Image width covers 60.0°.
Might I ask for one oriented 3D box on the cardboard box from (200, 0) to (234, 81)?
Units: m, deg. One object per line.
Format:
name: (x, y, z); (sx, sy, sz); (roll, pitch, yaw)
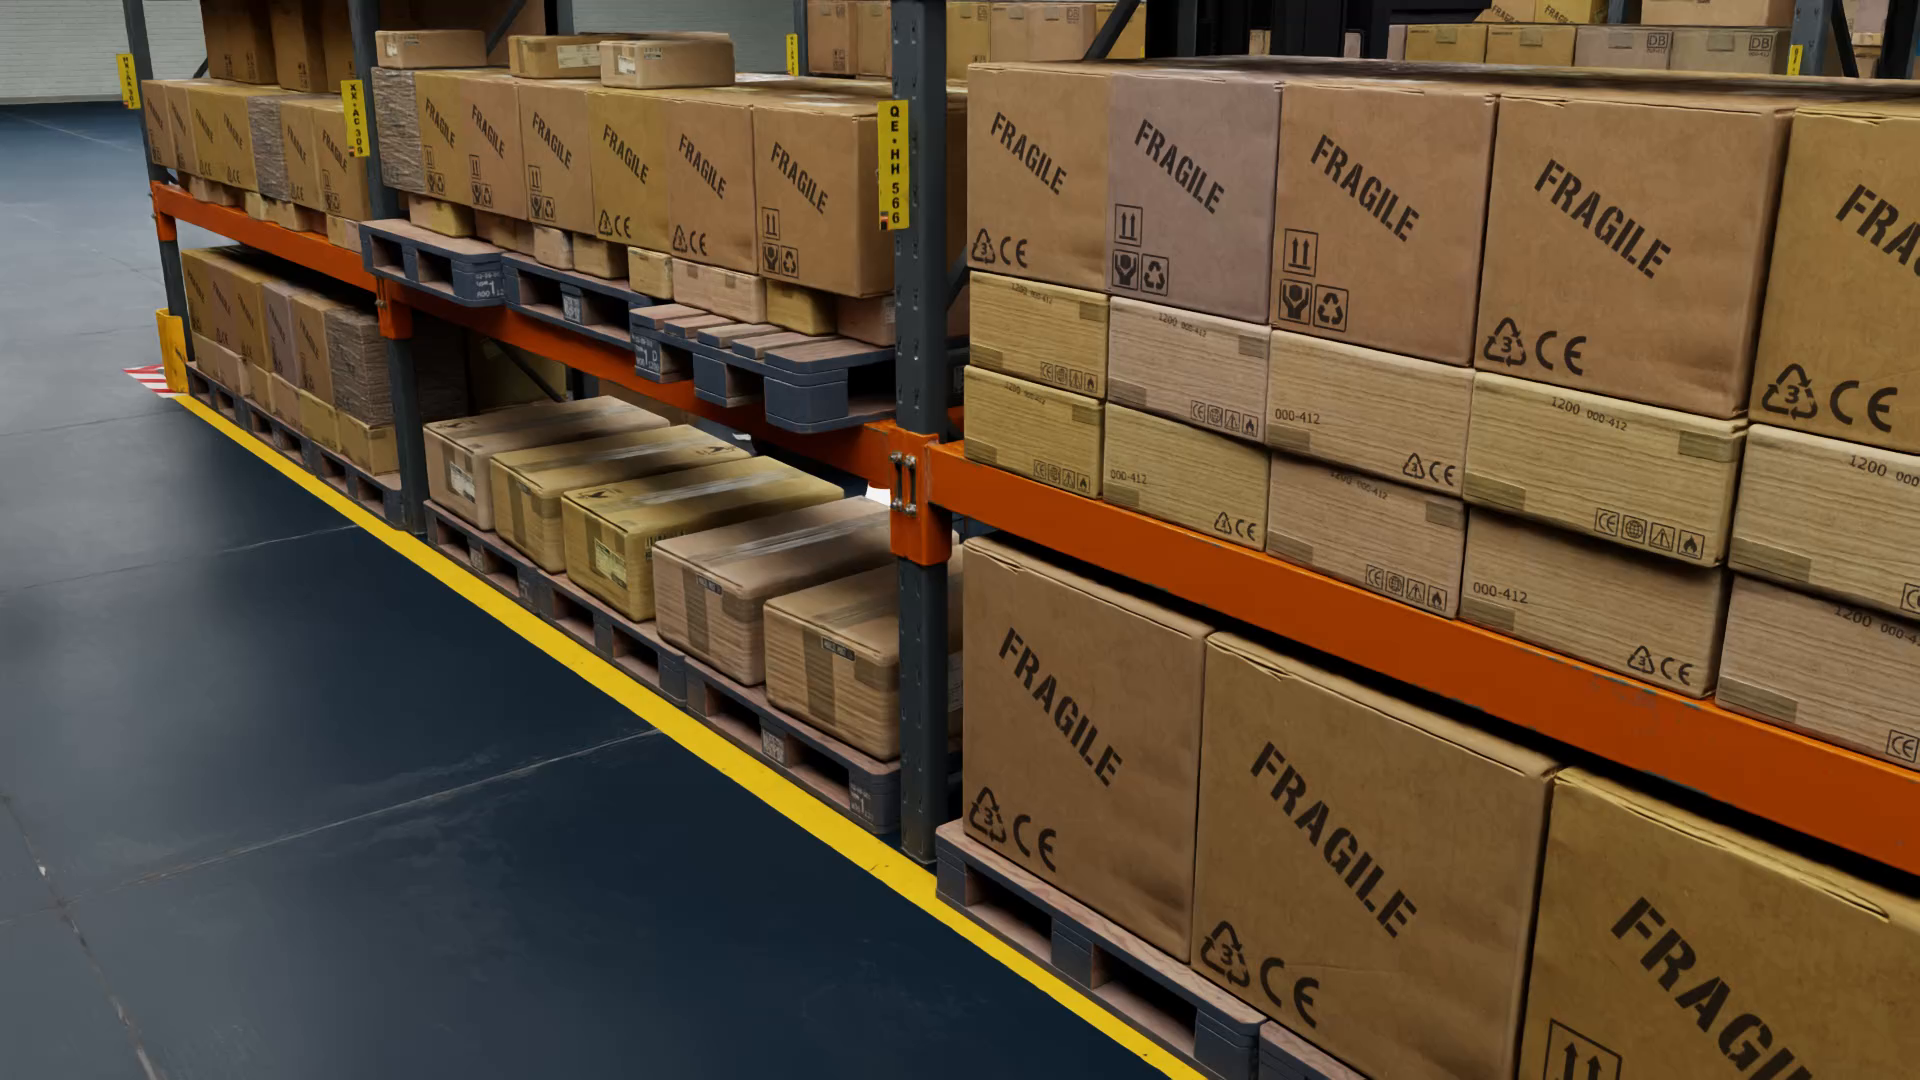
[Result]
cardboard box: (-4.227, -3.115, 10.274); (0.700, 0.500, 0.500); (-15, 23, -37)

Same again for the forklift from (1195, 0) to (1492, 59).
forklift: (1.873, -1.725, 8.409); (3.031, 2.935, 1.130); (-10, 21, -28)

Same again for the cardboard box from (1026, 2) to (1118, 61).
cardboard box: (0.951, -3.334, 11.204); (0.875, 0.550, 0.550); (-14, 23, -36)

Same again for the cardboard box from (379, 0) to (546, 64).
cardboard box: (-2.335, -2.363, 8.004); (0.700, 0.500, 0.500); (-14, 23, -37)

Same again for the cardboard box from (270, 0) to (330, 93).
cardboard box: (-3.321, -2.733, 9.121); (0.700, 0.500, 0.500); (-14, 23, -36)

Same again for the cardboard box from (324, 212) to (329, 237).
cardboard box: (-2.932, -1.589, 8.289); (0.380, 0.149, 0.250); (-14, 23, -36)

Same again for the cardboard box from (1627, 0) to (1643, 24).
cardboard box: (5.456, -4.307, 13.875); (0.500, 0.500, 0.500); (-14, 23, -36)

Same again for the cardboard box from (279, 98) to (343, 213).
cardboard box: (-3.028, -1.924, 8.269); (0.500, 0.500, 0.500); (-13, 22, -34)

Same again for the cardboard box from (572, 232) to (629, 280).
cardboard box: (-1.161, -1.045, 5.977); (0.380, 0.149, 0.250); (-15, 23, -38)

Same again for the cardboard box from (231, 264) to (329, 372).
cardboard box: (-3.783, -1.273, 9.448); (0.500, 0.500, 0.500); (-13, 23, -35)

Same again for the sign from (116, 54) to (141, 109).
sign: (-5.141, -2.840, 10.289); (0.100, 0.325, 0.005); (-14, 23, -36)

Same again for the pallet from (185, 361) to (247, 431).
pallet: (-4.192, -0.985, 10.502); (1.003, 0.211, 1.213); (-14, 23, -36)

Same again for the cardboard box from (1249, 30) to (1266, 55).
cardboard box: (1.898, -2.941, 10.222); (0.700, 0.500, 0.500); (-14, 23, -37)

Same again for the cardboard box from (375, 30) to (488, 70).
cardboard box: (-2.217, -2.060, 6.980); (0.380, 0.149, 0.250); (-14, 23, -36)

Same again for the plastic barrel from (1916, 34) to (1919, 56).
plastic barrel: (9.421, -4.533, 15.984); (0.600, 0.901, 0.708); (-14, 23, -36)

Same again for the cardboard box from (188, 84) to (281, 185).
cardboard box: (-3.998, -2.300, 9.405); (0.500, 0.500, 0.500); (-15, 23, -37)

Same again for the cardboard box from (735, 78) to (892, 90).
cardboard box: (-0.511, -1.364, 5.910); (0.500, 0.500, 0.500); (-14, 23, -35)

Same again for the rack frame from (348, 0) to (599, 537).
rack frame: (-2.232, -1.549, 7.768); (1.000, 3.000, 0.127); (-14, 23, -36)

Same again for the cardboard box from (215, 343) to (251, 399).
cardboard box: (-4.121, -1.049, 9.964); (0.500, 0.250, 0.500); (-13, 22, -34)

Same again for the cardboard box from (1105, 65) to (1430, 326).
cardboard box: (0.681, -0.796, 3.744); (0.500, 0.500, 0.500); (-14, 23, -36)

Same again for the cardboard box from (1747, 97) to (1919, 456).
cardboard box: (1.634, -0.416, 2.596); (0.500, 0.500, 0.500); (-13, 22, -34)

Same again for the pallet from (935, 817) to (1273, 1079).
pallet: (0.682, 0.969, 4.599); (1.003, 0.211, 1.213); (-14, 23, -36)

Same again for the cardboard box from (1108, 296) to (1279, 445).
cardboard box: (0.692, -0.429, 3.829); (0.500, 0.250, 0.500); (-13, 23, -35)

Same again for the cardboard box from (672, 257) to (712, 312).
cardboard box: (-0.701, -0.847, 5.381); (0.380, 0.149, 0.250); (-15, 24, -39)

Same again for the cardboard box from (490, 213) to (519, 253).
cardboard box: (-1.626, -1.241, 6.571); (0.380, 0.149, 0.250); (-14, 23, -35)

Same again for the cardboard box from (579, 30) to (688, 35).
cardboard box: (-1.330, -2.008, 6.822); (0.380, 0.149, 0.250); (-15, 23, -38)

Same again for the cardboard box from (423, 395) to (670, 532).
cardboard box: (-1.905, -0.372, 7.727); (0.950, 0.372, 0.625); (-14, 23, -35)

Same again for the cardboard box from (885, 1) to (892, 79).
cardboard box: (-0.043, -3.728, 12.394); (0.875, 0.550, 0.550); (-14, 23, -36)

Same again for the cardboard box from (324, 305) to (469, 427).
cardboard box: (-2.810, -0.892, 8.299); (0.500, 0.500, 0.500); (-14, 23, -37)

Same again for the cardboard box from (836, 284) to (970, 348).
cardboard box: (-0.137, -0.678, 4.871); (0.380, 0.149, 0.250); (-13, 22, -34)

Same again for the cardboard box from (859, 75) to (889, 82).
cardboard box: (-0.274, -3.383, 13.069); (0.875, 0.550, 0.550); (-14, 23, -36)

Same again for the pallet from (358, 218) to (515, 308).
pallet: (-1.872, -1.241, 7.144); (1.003, 0.211, 1.213); (-14, 23, -36)

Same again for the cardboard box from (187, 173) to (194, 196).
cardboard box: (-4.398, -2.151, 9.985); (0.380, 0.149, 0.250); (-15, 23, -38)

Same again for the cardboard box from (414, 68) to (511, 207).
cardboard box: (-1.854, -1.642, 6.750); (0.500, 0.500, 0.500); (-14, 23, -36)

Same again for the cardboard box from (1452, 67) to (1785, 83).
cardboard box: (1.406, -0.761, 3.638); (0.500, 0.500, 0.500); (-14, 23, -36)

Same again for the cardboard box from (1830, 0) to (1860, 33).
cardboard box: (11.464, -6.806, 21.420); (0.700, 0.500, 0.500); (-15, 23, -38)

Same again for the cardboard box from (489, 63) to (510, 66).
cardboard box: (-1.765, -1.868, 7.431); (0.500, 0.500, 0.500); (-14, 23, -37)

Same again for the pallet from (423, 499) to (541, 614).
pallet: (-1.748, -0.034, 7.628); (1.003, 0.211, 1.213); (-14, 23, -36)

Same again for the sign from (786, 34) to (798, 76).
sign: (-1.337, -3.867, 13.267); (0.100, 0.325, 0.005); (-14, 23, -36)

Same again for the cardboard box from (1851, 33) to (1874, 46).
cardboard box: (11.538, -6.364, 21.119); (0.380, 0.149, 0.250); (-15, 23, -38)

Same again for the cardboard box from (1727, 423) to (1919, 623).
cardboard box: (1.628, -0.053, 2.694); (0.500, 0.250, 0.500); (-13, 23, -35)

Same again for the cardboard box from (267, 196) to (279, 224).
cardboard box: (-3.440, -1.768, 8.830); (0.380, 0.149, 0.250); (-14, 23, -37)

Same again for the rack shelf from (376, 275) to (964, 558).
rack shelf: (-0.990, -0.715, 6.393); (1.077, 0.370, 4.000); (-14, 23, -36)

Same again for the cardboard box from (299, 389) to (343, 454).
cardboard box: (-3.148, -0.665, 8.807); (0.500, 0.250, 0.500); (-15, 23, -38)

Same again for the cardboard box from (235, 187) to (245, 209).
cardboard box: (-3.878, -1.968, 9.435); (0.380, 0.149, 0.250); (-13, 22, -34)

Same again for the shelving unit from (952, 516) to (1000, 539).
shelving unit: (0.033, -0.485, 7.658); (0.215, 1.050, 0.252); (-14, 23, -36)

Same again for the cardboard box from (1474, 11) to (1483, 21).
cardboard box: (4.420, -4.450, 14.307); (0.500, 0.500, 0.500); (-14, 23, -36)

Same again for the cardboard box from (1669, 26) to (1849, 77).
cardboard box: (3.798, -2.189, 7.952); (0.700, 0.500, 0.500); (-14, 23, -36)

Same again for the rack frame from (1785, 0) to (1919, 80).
rack frame: (4.069, -1.554, 7.785); (1.000, 3.000, 0.127); (-14, 23, -36)

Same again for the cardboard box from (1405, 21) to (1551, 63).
cardboard box: (2.845, -2.565, 9.088); (0.700, 0.500, 0.500); (-14, 23, -37)

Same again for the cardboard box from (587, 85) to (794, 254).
cardboard box: (-0.893, -1.258, 5.591); (0.500, 0.500, 0.500); (-16, 24, -40)

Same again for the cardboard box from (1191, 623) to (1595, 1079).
cardboard box: (1.166, 0.653, 3.831); (0.875, 0.875, 0.875); (-14, 23, -35)

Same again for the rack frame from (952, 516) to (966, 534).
rack frame: (-0.043, -0.515, 7.748); (0.200, 1.050, 0.008); (-14, 23, -36)

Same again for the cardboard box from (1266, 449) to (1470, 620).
cardboard box: (1.012, -0.069, 3.537); (0.500, 0.250, 0.500); (-13, 22, -34)

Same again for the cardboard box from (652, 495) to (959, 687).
cardboard box: (-0.556, 0.163, 6.110); (0.950, 0.372, 0.625); (-15, 23, -37)

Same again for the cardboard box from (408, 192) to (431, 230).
cardboard box: (-2.137, -1.431, 7.144); (0.380, 0.149, 0.250); (-14, 23, -35)
